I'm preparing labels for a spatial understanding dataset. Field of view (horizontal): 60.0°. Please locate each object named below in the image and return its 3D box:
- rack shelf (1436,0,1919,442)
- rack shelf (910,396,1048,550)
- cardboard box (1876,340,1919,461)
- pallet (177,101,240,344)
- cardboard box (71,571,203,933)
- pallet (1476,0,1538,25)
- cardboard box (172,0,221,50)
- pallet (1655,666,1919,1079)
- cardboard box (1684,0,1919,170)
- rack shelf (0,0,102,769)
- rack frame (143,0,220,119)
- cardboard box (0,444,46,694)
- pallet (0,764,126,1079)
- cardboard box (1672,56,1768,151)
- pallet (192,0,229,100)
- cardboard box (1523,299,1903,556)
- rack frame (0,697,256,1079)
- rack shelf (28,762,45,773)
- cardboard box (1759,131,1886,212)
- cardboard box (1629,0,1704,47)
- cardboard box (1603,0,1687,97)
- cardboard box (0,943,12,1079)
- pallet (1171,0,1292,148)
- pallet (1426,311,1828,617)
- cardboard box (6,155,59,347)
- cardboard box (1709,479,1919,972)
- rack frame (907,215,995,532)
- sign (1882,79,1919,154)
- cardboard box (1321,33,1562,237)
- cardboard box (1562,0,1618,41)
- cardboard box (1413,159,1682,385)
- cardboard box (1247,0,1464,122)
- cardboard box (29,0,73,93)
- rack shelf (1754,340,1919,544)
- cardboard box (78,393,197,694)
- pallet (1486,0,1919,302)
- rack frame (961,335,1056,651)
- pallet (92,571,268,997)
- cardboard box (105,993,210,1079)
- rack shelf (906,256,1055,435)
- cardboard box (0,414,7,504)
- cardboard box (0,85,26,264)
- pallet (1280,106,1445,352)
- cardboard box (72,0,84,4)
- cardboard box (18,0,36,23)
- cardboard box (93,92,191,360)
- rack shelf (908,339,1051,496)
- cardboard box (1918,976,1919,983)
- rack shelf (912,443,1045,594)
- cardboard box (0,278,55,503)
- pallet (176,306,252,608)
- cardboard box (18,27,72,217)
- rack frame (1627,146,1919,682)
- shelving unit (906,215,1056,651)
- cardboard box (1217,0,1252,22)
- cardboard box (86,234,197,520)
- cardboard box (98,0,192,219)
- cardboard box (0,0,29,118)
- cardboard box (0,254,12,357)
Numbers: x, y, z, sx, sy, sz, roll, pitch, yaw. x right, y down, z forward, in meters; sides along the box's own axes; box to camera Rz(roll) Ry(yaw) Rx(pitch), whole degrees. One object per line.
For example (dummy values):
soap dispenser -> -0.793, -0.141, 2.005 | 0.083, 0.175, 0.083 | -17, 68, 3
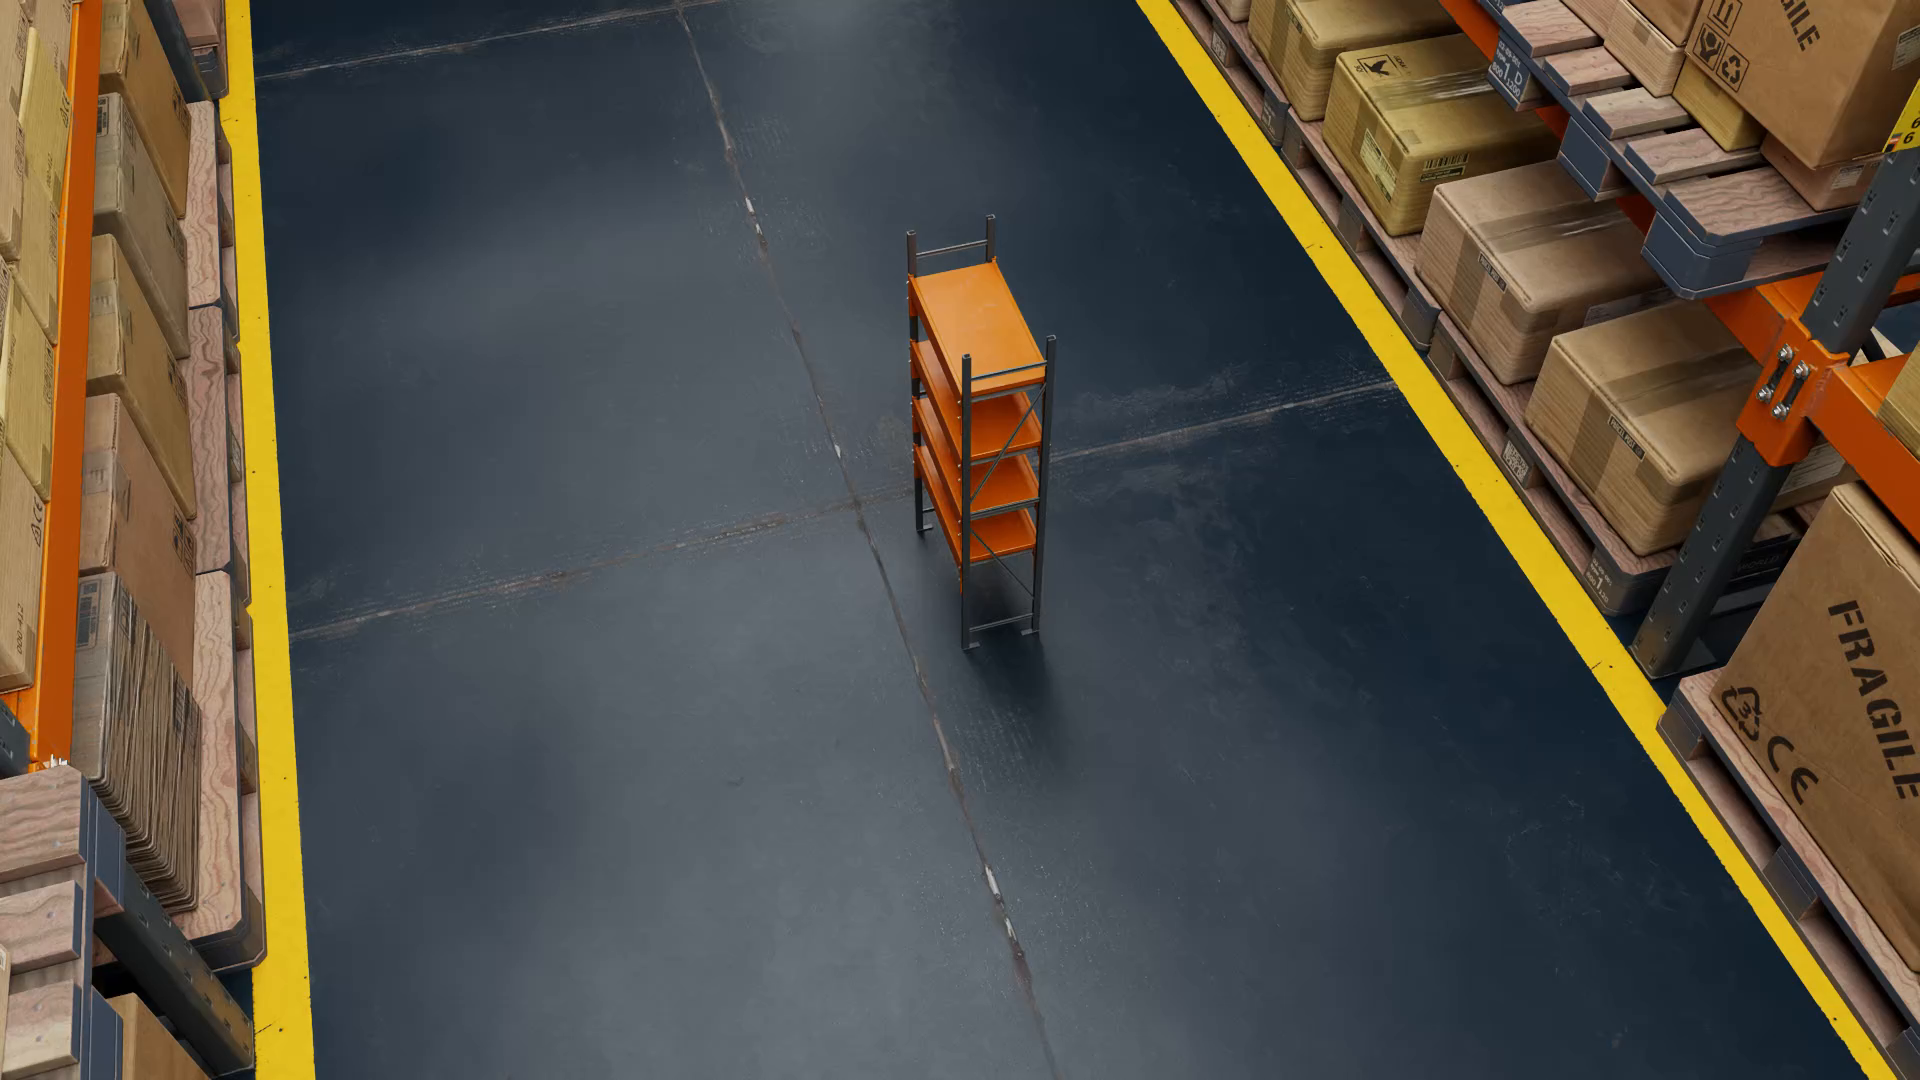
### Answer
rack shelf -> 1.900, -1.935, 5.390 | 1.077, 0.370, 4.000 | -13, 51, -11
rack shelf -> 0.049, -0.222, 4.741 | 0.258, 0.148, 0.480 | -13, 51, -11
cardboard box -> 2.396, -0.244, 3.592 | 0.500, 0.250, 0.500 | -14, 51, -12
pallet -> -3.177, -1.075, 6.018 | 1.003, 0.211, 1.213 | -13, 51, -11
cardboard box -> -2.421, 0.590, 4.069 | 0.875, 0.625, 0.625 | -12, 51, -10
pallet -> 1.867, -2.081, 5.168 | 1.003, 0.211, 1.213 | -13, 51, -11
cardboard box -> -3.259, -2.180, 6.650 | 0.500, 0.250, 0.500 | -13, 51, -11
pallet -> 2.653, 0.785, 4.450 | 1.003, 0.211, 1.213 | -13, 51, -11
cardboard box -> 2.091, -1.239, 3.798 | 0.500, 0.500, 0.500 | -15, 51, -12
rack shelf -> -2.841, -0.810, 4.442 | 1.077, 0.370, 4.000 | -13, 51, -11
rack frame -> -3.432, -2.503, 5.398 | 1.000, 3.000, 0.127 | -13, 51, -11
cardboard box -> -2.147, 0.087, 3.312 | 0.500, 0.250, 0.500 | -13, 51, -11
pallet -> -1.982, 0.959, 2.605 | 1.213, 0.211, 1.003 | -13, 51, -11
cardboard box -> 2.021, -1.127, 4.128 | 0.380, 0.149, 0.250 | -13, 51, -10
pallet -> -3.627, -2.195, 6.962 | 1.003, 0.211, 1.213 | -13, 51, -11
cardboard box -> 2.334, -0.410, 5.078 | 0.950, 0.372, 0.625 | -16, 52, -13
rack frame -> -2.249, 0.418, 2.935 | 1.000, 3.000, 0.127 | -13, 51, -11
rack shelf -> -1.658, 2.111, 1.979 | 1.077, 0.370, 4.000 | -13, 51, -11
cardboard box -> 2.170, -0.947, 3.976 | 0.380, 0.149, 0.250 | -12, 51, -10
cardboard box -> 1.928, -1.614, 4.114 | 0.500, 0.500, 0.500 | -14, 51, -12
cardboard box -> 1.904, -1.300, 4.274 | 0.380, 0.149, 0.250 | -14, 51, -11
cardboard box -> -1.688, 0.757, 2.539 | 0.380, 0.149, 0.250 | -12, 51, -10
pallet -> 1.540, -2.161, 6.934 | 1.003, 0.211, 1.213 | -13, 51, -11
pallet -> 2.262, -0.379, 5.431 | 1.003, 0.211, 1.213 | -13, 51, -11
cardboard box -> -2.450, -0.656, 3.939 | 0.500, 0.250, 0.500 | -15, 51, -12
cardboard box -> 2.616, 0.366, 4.094 | 0.875, 0.875, 0.875 | -14, 51, -11
rack frame -> -0.023, -0.444, 4.840 | 0.240, 1.200, 0.015 | -13, 51, -11
sign -> 1.976, -0.925, 3.362 | 0.100, 0.325, 0.005 | -13, 51, -11
cardboard box -> 1.889, -1.502, 5.998 | 0.950, 0.372, 0.625 | -12, 51, -10
cardboard box -> 1.837, -1.486, 4.431 | 0.380, 0.149, 0.250 | -16, 52, -13
cardboard box -> 2.108, -0.947, 5.530 | 0.950, 0.372, 0.625 | -14, 51, -12
cardboard box -> 1.682, -2.010, 6.426 | 0.950, 0.372, 0.625 | -10, 51, -9
cardboard box -> -2.762, -1.410, 4.575 | 0.500, 0.250, 0.500 | -13, 51, -11
rack shelf -> 3.083, 0.986, 2.927 | 1.077, 0.370, 4.000 | -13, 51, -11
cardboard box -> -2.621, 0.114, 4.470 | 0.875, 0.625, 0.625 | -12, 51, -10
pallet -> 2.179, -1.141, 4.376 | 1.213, 0.211, 1.003 | -13, 51, -11
rack frame -> 0.121, -0.088, 4.539 | 0.240, 1.200, 0.015 | -13, 51, -11
pallet -> -2.455, 0.707, 4.516 | 1.003, 0.211, 1.213 | -13, 51, -11
cardboard box -> -1.919, 1.349, 3.511 | 0.500, 0.500, 0.500 | -12, 51, -10
rack shelf -> 0.049, -0.519, 4.389 | 0.258, 0.148, 0.480 | -13, 51, -11
cardboard box -> -2.123, -0.079, 3.126 | 0.500, 0.250, 0.500 | -13, 51, -11
cardboard box -> -2.432, -0.826, 3.756 | 0.500, 0.250, 0.500 | -14, 51, -12
pallet -> 1.905, -1.268, 6.181 | 1.003, 0.211, 1.213 | -13, 51, -11
cardboard box -> -2.879, -1.780, 4.887 | 0.500, 0.250, 0.500 | -14, 51, -11
cardboard box -> -2.738, -1.566, 4.380 | 0.500, 0.250, 0.500 | -12, 51, -10
cardboard box -> -3.045, -0.926, 5.347 | 0.875, 0.625, 0.625 | -14, 51, -11
rack shelf -> 0.049, -0.367, 4.570 | 0.258, 0.148, 0.480 | -13, 51, -11
cardboard box -> 2.876, 1.019, 3.544 | 0.875, 0.875, 0.875 | -13, 51, -11
rack shelf -> 0.049, -0.094, 4.893 | 0.258, 0.148, 0.480 | -13, 51, -11
cardboard box -> -2.291, -0.281, 3.623 | 0.500, 0.250, 0.500 | -14, 51, -12
pallet -> -2.812, -0.182, 5.266 | 1.003, 0.211, 1.213 | -13, 51, -11
cardboard box -> -2.602, -1.035, 4.259 | 0.500, 0.250, 0.500 | -12, 51, -10
rack frame -> 2.491, -0.707, 3.884 | 1.000, 3.000, 0.127 | -13, 51, -11
shelving unit -> 0.049, -0.266, 4.689 | 0.258, 1.200, 0.503 | -13, 51, -11
cardboard box -> 1.466, -2.534, 6.868 | 0.950, 0.372, 0.625 | -13, 51, -11
cardboard box -> -2.821, -0.377, 4.885 | 0.875, 0.625, 0.625 | -15, 52, -12
cardboard box -> -3.267, -1.494, 5.826 | 0.875, 0.625, 0.625 | -11, 51, -9
cardboard box -> -2.607, -1.193, 4.065 | 0.500, 0.250, 0.500 | -13, 51, -10
cardboard box -> -2.294, -0.440, 3.430 | 0.500, 0.250, 0.500 | -12, 51, -10
